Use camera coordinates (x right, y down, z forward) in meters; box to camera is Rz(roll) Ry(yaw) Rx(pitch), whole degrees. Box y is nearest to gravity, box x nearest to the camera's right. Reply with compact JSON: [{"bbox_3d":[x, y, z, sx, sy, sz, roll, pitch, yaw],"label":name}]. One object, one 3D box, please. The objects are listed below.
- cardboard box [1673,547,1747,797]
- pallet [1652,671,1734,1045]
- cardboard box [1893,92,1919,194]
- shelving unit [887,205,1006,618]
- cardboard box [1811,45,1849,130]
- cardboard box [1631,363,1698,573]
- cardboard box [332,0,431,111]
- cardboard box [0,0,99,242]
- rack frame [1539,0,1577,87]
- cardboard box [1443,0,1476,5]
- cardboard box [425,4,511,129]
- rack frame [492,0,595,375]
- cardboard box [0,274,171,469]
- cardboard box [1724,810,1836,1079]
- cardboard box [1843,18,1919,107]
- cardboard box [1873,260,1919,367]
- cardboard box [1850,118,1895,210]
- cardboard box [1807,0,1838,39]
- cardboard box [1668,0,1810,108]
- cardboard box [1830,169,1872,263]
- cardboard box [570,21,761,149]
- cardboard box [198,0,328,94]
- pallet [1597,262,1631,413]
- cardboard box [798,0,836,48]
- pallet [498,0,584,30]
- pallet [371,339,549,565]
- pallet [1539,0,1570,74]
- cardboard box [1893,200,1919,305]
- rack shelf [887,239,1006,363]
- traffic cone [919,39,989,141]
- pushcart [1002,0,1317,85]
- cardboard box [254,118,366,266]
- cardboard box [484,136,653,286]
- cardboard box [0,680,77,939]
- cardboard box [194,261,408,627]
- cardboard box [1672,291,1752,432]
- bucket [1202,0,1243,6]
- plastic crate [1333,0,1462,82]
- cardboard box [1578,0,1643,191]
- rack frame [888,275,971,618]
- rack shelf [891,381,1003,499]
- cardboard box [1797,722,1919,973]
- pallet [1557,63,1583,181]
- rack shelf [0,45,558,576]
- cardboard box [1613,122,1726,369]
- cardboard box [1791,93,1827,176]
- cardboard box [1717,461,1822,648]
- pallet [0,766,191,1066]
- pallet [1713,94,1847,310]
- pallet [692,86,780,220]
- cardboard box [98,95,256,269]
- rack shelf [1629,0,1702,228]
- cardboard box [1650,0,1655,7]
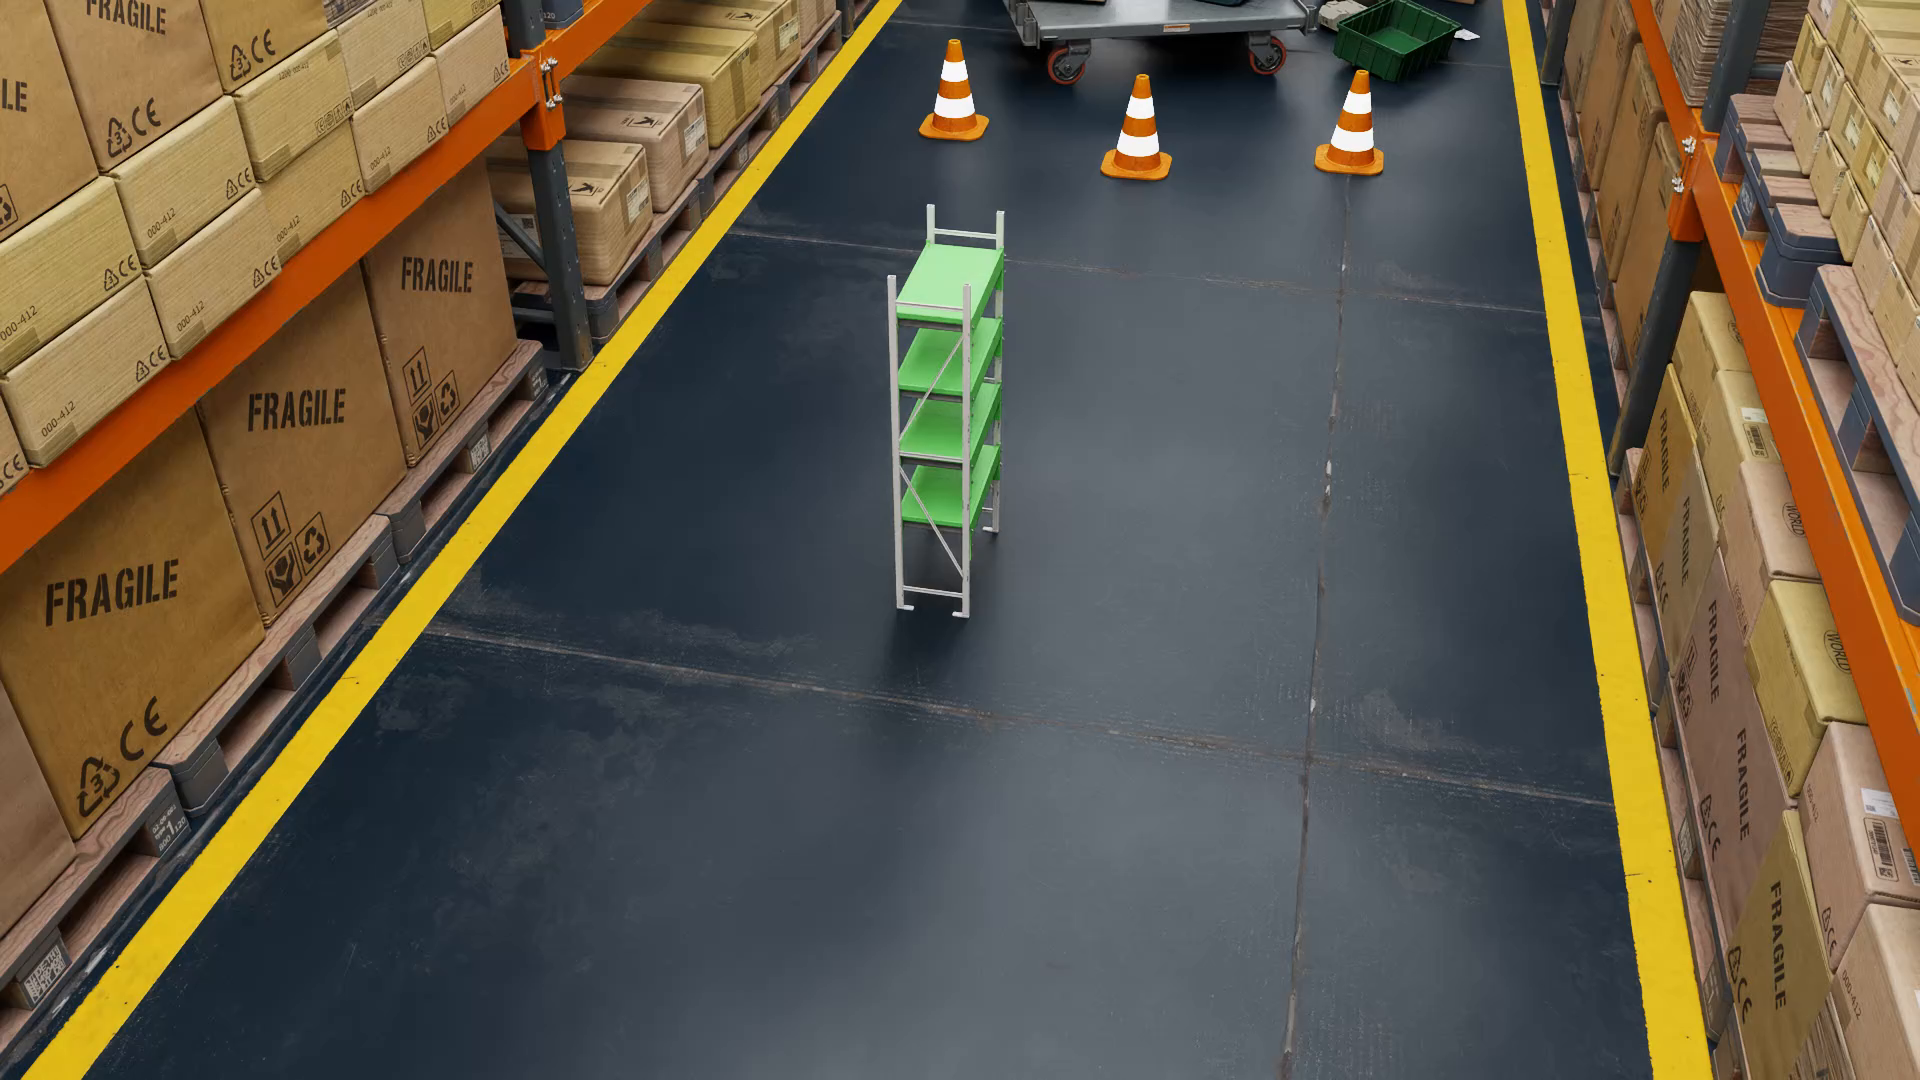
[{"bbox_3d":[2.260,0.386,4.434,0.500,0.500,0.500,6,36,9],"label":"cardboard box"},{"bbox_3d":[2.439,0.861,4.383,1.003,0.211,1.213,7,37,10],"label":"pallet"},{"bbox_3d":[2.357,-0.881,3.758,0.380,0.149,0.250,9,37,12],"label":"cardboard box"},{"bbox_3d":[-0.035,-0.391,5.267,0.258,1.200,0.503,7,37,10],"label":"shelving unit"},{"bbox_3d":[2.514,-1.195,4.445,0.380,0.149,0.250,9,37,12],"label":"cardboard box"},{"bbox_3d":[2.470,-0.198,5.239,0.500,0.500,0.500,6,36,8],"label":"cardboard box"},{"bbox_3d":[-1.949,-1.514,4.985,0.500,0.250,0.500,6,36,9],"label":"cardboard box"},{"bbox_3d":[-2.276,-0.927,3.536,0.500,0.500,0.500,6,36,9],"label":"cardboard box"},{"bbox_3d":[3.724,-3.707,8.308,1.000,3.000,0.127,7,37,10],"label":"rack frame"},{"bbox_3d":[3.053,-3.714,10.447,0.500,0.500,0.500,14,38,18],"label":"cardboard box"},{"bbox_3d":[-1.842,-1.593,5.520,0.500,0.250,0.500,6,36,8],"label":"cardboard box"},{"bbox_3d":[-1.988,-1.976,5.921,1.000,3.000,0.127,7,37,10],"label":"rack frame"},{"bbox_3d":[-2.256,-0.430,3.915,0.500,0.250,0.500,7,37,10],"label":"cardboard box"},{"bbox_3d":[2.037,0.972,3.625,0.500,0.500,0.500,6,36,9],"label":"cardboard box"},{"bbox_3d":[2.470,-1.188,4.182,0.380,0.149,0.250,7,37,10],"label":"cardboard box"},{"bbox_3d":[2.296,-0.490,3.727,0.380,0.149,0.250,8,37,11],"label":"cardboard box"},{"bbox_3d":[2.407,-0.897,4.034,0.380,0.149,0.250,7,37,10],"label":"cardboard box"},{"bbox_3d":[2.581,-1.480,4.585,0.380,0.149,0.250,7,37,10],"label":"cardboard box"},{"bbox_3d":[2.704,-1.746,5.518,0.500,0.500,0.500,7,37,10],"label":"cardboard box"},{"bbox_3d":[2.406,-0.787,4.136,0.380,0.149,0.250,9,37,12],"label":"cardboard box"},{"bbox_3d":[-1.540,-2.263,8.198,0.950,0.372,0.625,8,37,12],"label":"cardboard box"},{"bbox_3d":[-2.057,-1.513,4.345,0.500,0.500,0.500,7,37,10],"label":"cardboard box"},{"bbox_3d":[3.112,-0.727,6.573,1.003,0.211,1.213,7,37,10],"label":"pallet"},{"bbox_3d":[-1.243,-3.074,9.317,0.950,0.372,0.625,8,37,11],"label":"cardboard box"},{"bbox_3d":[-1.939,-2.320,6.559,1.213,0.211,1.003,7,37,10],"label":"pallet"},{"bbox_3d":[-2.230,-0.405,6.128,1.003,0.211,1.213,7,37,10],"label":"pallet"},{"bbox_3d":[3.963,-3.004,9.715,1.003,0.211,1.213,7,37,10],"label":"pallet"},{"bbox_3d":[2.297,-0.612,3.641,0.380,0.149,0.250,7,37,10],"label":"cardboard box"},{"bbox_3d":[-0.035,-0.728,5.023,0.258,0.148,0.480,7,37,10],"label":"rack shelf"},{"bbox_3d":[-0.030,-2.356,8.606,0.336,0.463,0.334,7,37,10],"label":"traffic cone"},{"bbox_3d":[1.105,-2.950,9.499,1.648,0.377,0.936,-5,36,-6],"label":"pushcart"},{"bbox_3d":[-2.059,-1.011,4.717,0.500,0.250,0.500,7,37,9],"label":"cardboard box"},{"bbox_3d":[-1.857,-1.405,7.014,0.950,0.372,0.625,5,36,7],"label":"cardboard box"},{"bbox_3d":[-2.788,0.642,3.761,0.875,0.875,0.875,8,37,11],"label":"cardboard box"},{"bbox_3d":[-2.411,-0.389,5.184,0.875,0.875,0.875,8,37,11],"label":"cardboard box"},{"bbox_3d":[2.486,-0.510,5.031,0.500,0.250,0.500,6,36,8],"label":"cardboard box"},{"bbox_3d":[1.501,-3.364,9.329,0.726,0.611,0.620,20,51,26],"label":"bucket"},{"bbox_3d":[2.481,-2.855,9.481,0.450,0.188,0.662,36,48,26],"label":"plastic crate"},{"bbox_3d":[3.470,-2.046,7.576,1.050,0.750,0.750,7,37,10],"label":"cardboard box"},{"bbox_3d":[-0.087,-0.251,5.074,0.240,1.200,0.015,7,37,10],"label":"rack frame"},{"bbox_3d":[-0.035,-0.339,5.304,0.258,0.148,0.480,7,37,10],"label":"rack shelf"},{"bbox_3d":[2.050,0.666,3.408,0.500,0.250,0.500,9,37,12],"label":"cardboard box"},{"bbox_3d":[3.633,-2.126,8.503,1.003,0.211,1.213,7,37,10],"label":"pallet"},{"bbox_3d":[-2.415,-0.538,4.550,1.077,0.370,4.000,7,37,10],"label":"rack shelf"},{"bbox_3d":[3.088,-1.011,6.147,1.050,0.750,0.750,7,36,9],"label":"cardboard box"},{"bbox_3d":[2.520,-1.097,4.564,0.380,0.149,0.250,9,37,12],"label":"cardboard box"},{"bbox_3d":[2.259,0.063,4.241,0.500,0.250,0.500,8,37,10],"label":"cardboard box"},{"bbox_3d":[-2.751,0.994,4.198,1.003,0.211,1.213,7,37,10],"label":"pallet"},{"bbox_3d":[2.822,-0.914,4.619,1.213,0.211,1.003,7,37,10],"label":"pallet"},{"bbox_3d":[-1.557,-1.992,8.319,1.003,0.211,1.213,7,37,10],"label":"pallet"},{"bbox_3d":[-2.149,-0.920,4.165,0.500,0.250,0.500,6,36,9],"label":"cardboard box"},{"bbox_3d":[3.297,-2.269,6.938,1.077,0.370,4.000,7,37,10],"label":"rack shelf"},{"bbox_3d":[2.918,-2.318,6.308,0.500,0.500,0.500,7,36,9],"label":"cardboard box"}]
